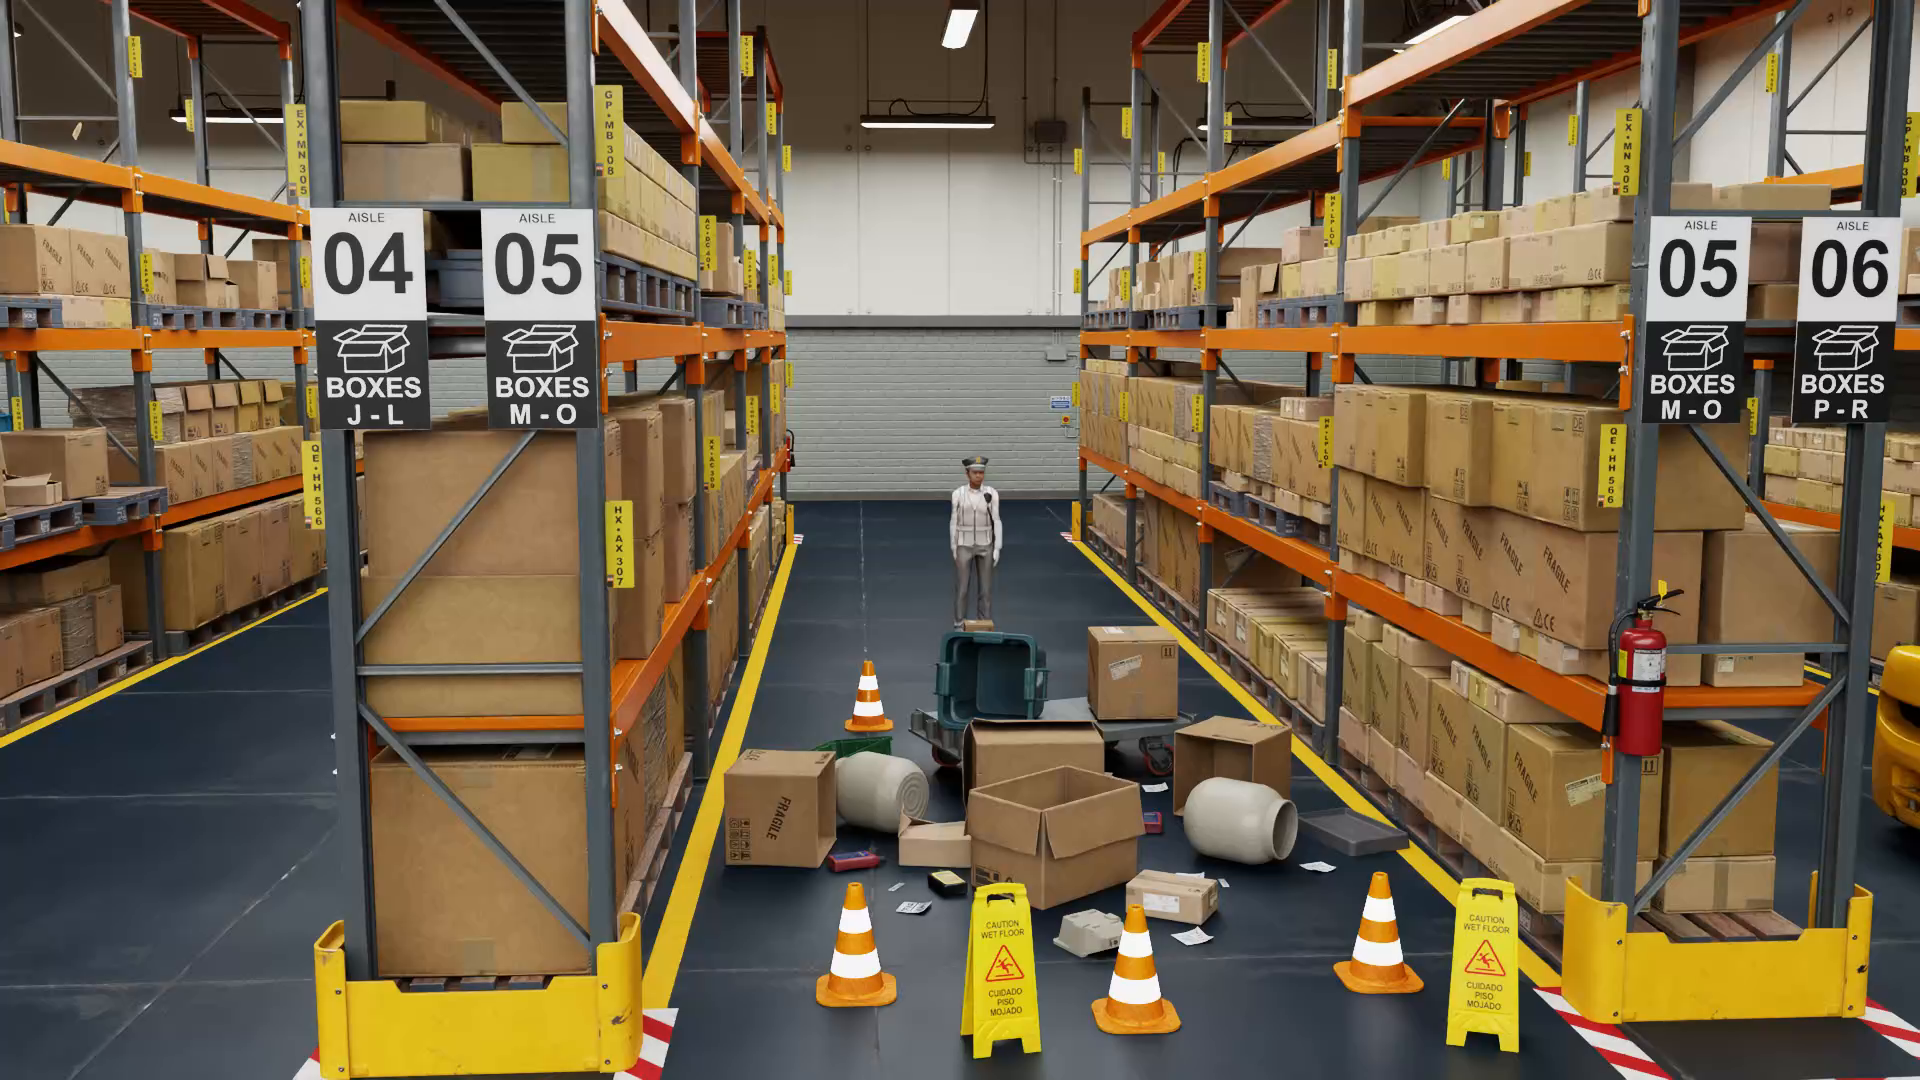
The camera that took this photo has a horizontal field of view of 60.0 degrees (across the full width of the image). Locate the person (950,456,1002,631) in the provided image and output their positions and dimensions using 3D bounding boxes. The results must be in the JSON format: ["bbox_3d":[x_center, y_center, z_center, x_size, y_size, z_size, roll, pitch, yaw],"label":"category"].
[{"bbox_3d":[0.145,0.084,14.991,0.469,1.691,0.345,0,7,-2],"label":"person"}]
